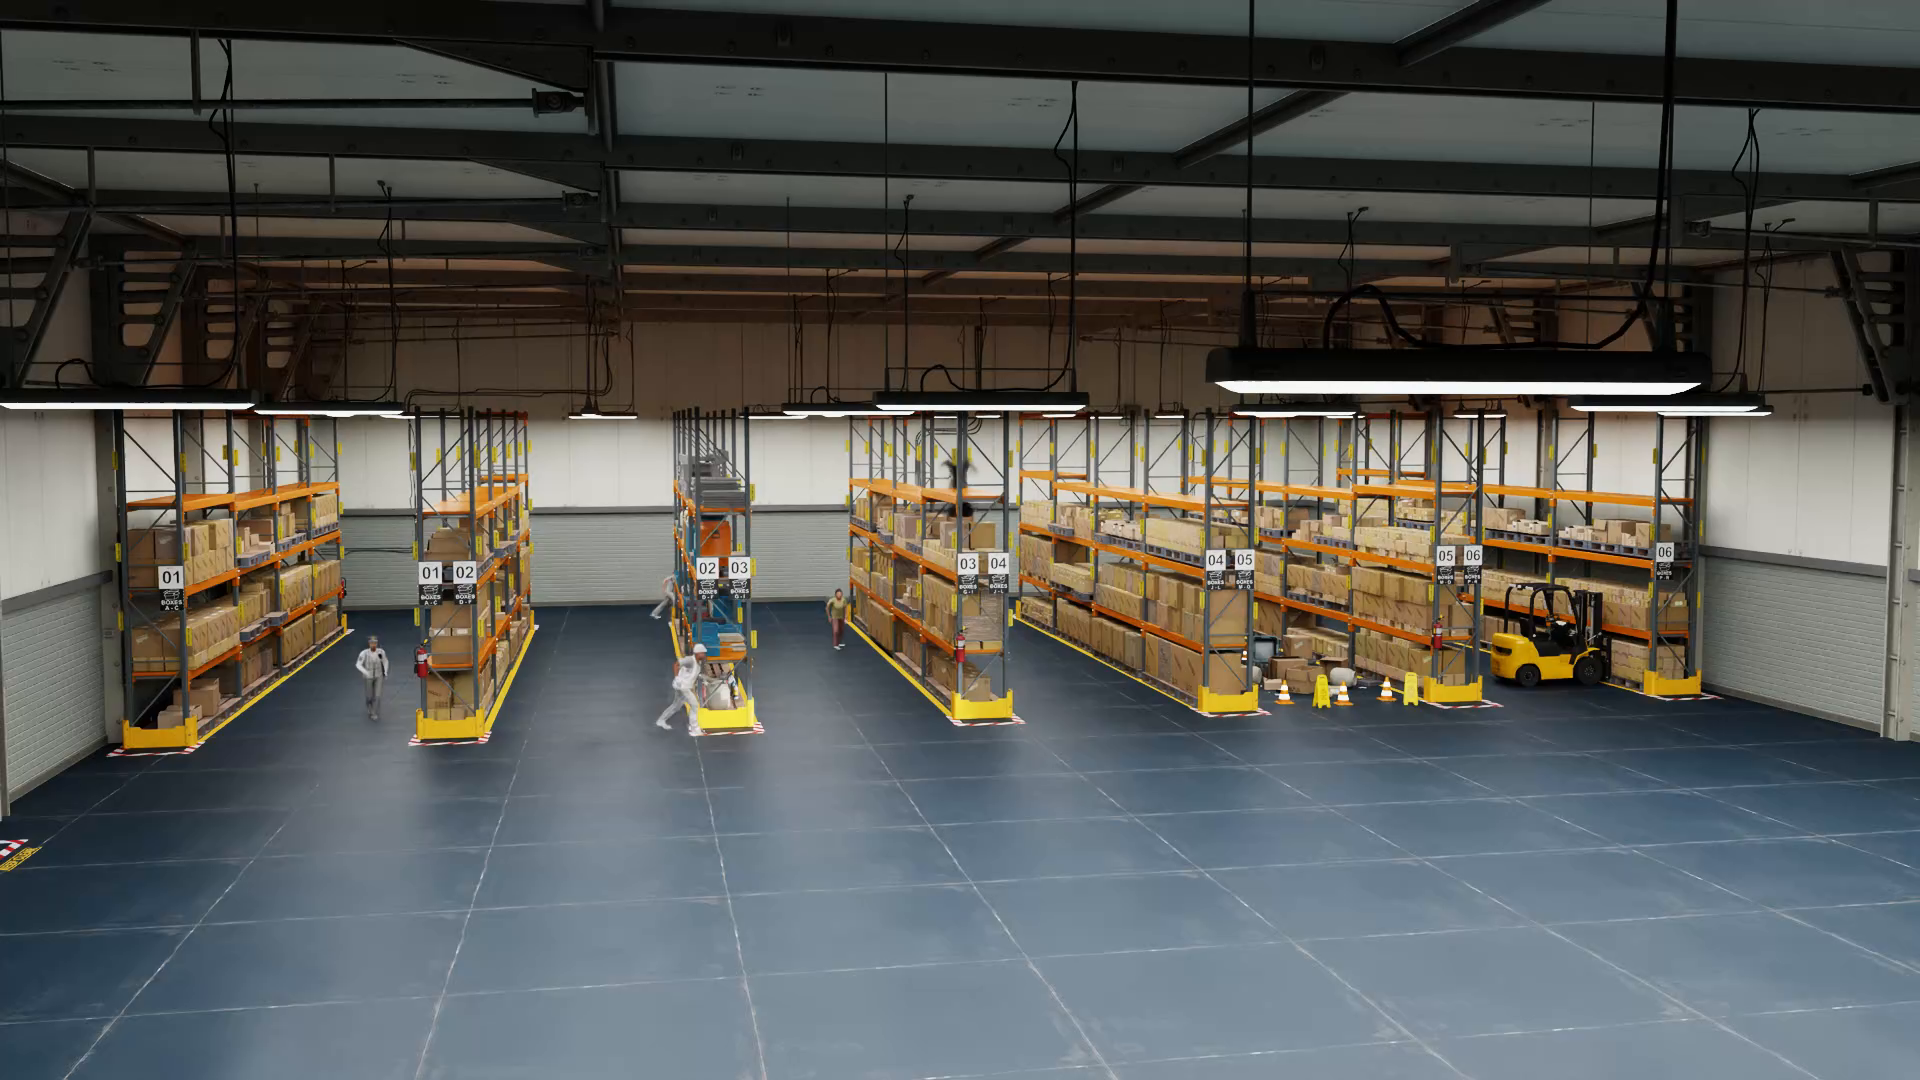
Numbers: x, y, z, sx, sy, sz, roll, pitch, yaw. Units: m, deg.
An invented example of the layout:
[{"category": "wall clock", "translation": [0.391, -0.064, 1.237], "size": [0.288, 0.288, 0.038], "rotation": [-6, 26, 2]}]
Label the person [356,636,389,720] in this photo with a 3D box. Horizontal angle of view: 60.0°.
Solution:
[{"category": "person", "translation": [-11.338, 2.637, 32.068], "size": [0.583, 1.641, 0.718], "rotation": [-2, 4, -23]}]

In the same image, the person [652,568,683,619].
[{"category": "person", "translation": [-8.405, 1.546, 47.919], "size": [1.031, 1.516, 0.590], "rotation": [1, 4, 19]}]

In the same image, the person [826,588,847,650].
[{"category": "person", "translation": [-3.110, 1.966, 41.842], "size": [0.632, 1.561, 0.776], "rotation": [-2, 5, -31]}]

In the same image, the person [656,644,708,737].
[{"category": "person", "translation": [-5.081, 2.748, 30.308], "size": [1.036, 1.738, 0.734], "rotation": [1, 4, 14]}]
